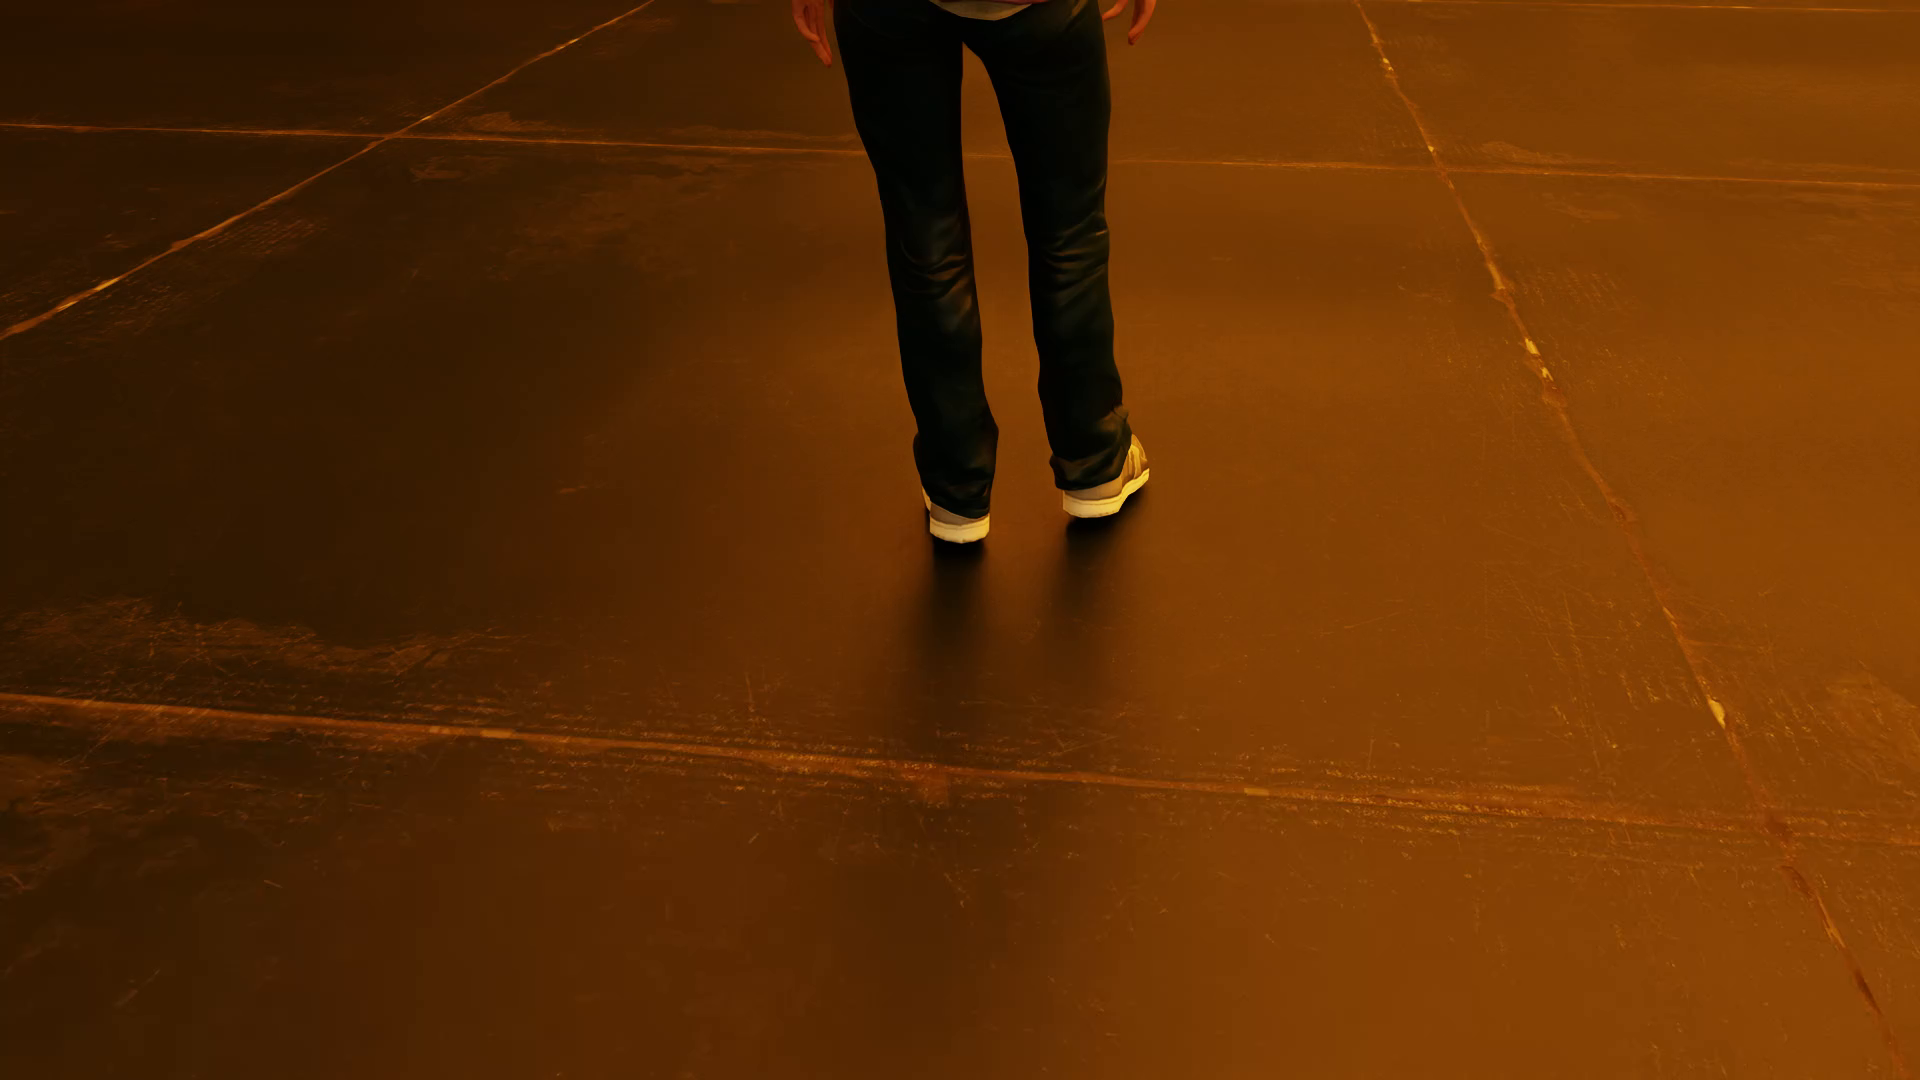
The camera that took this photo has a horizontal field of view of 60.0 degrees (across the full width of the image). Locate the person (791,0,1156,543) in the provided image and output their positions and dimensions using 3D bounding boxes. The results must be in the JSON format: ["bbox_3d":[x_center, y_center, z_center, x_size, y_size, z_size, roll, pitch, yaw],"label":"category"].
[{"bbox_3d":[0.024,-0.753,2.204,0.520,1.596,0.476,3,27,7],"label":"person"}]
